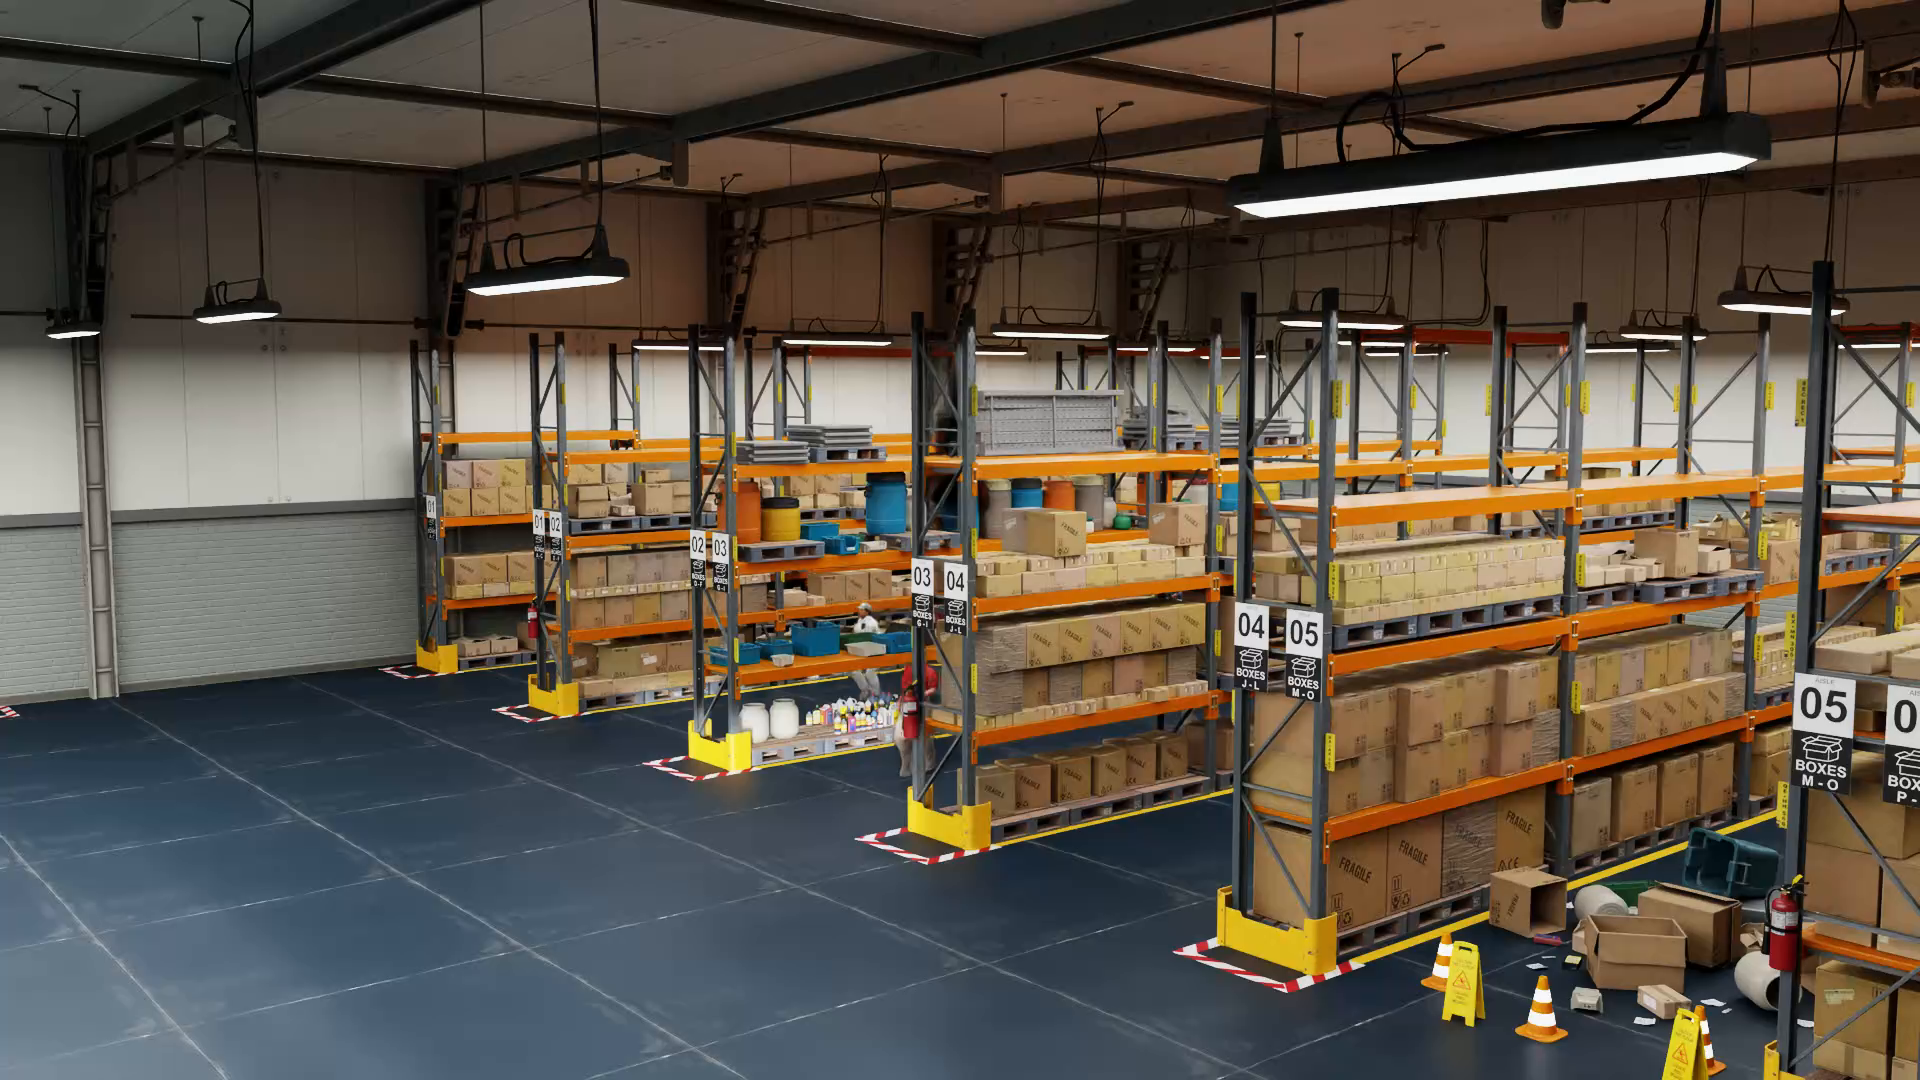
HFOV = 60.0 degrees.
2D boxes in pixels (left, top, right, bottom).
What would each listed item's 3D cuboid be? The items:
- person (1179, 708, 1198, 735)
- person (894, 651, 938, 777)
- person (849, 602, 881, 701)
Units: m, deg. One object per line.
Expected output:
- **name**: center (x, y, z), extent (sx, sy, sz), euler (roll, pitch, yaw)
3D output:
- **person**: center (3.215, 2.088, 23.511), extent (0.655, 1.809, 0.917), euler (5, 7, 41)
- **person**: center (-0.587, 2.285, 22.019), extent (0.635, 1.772, 0.740), euler (3, 6, 28)
- **person**: center (-1.544, 1.840, 27.141), extent (0.638, 1.658, 0.581), euler (-5, 7, -41)
